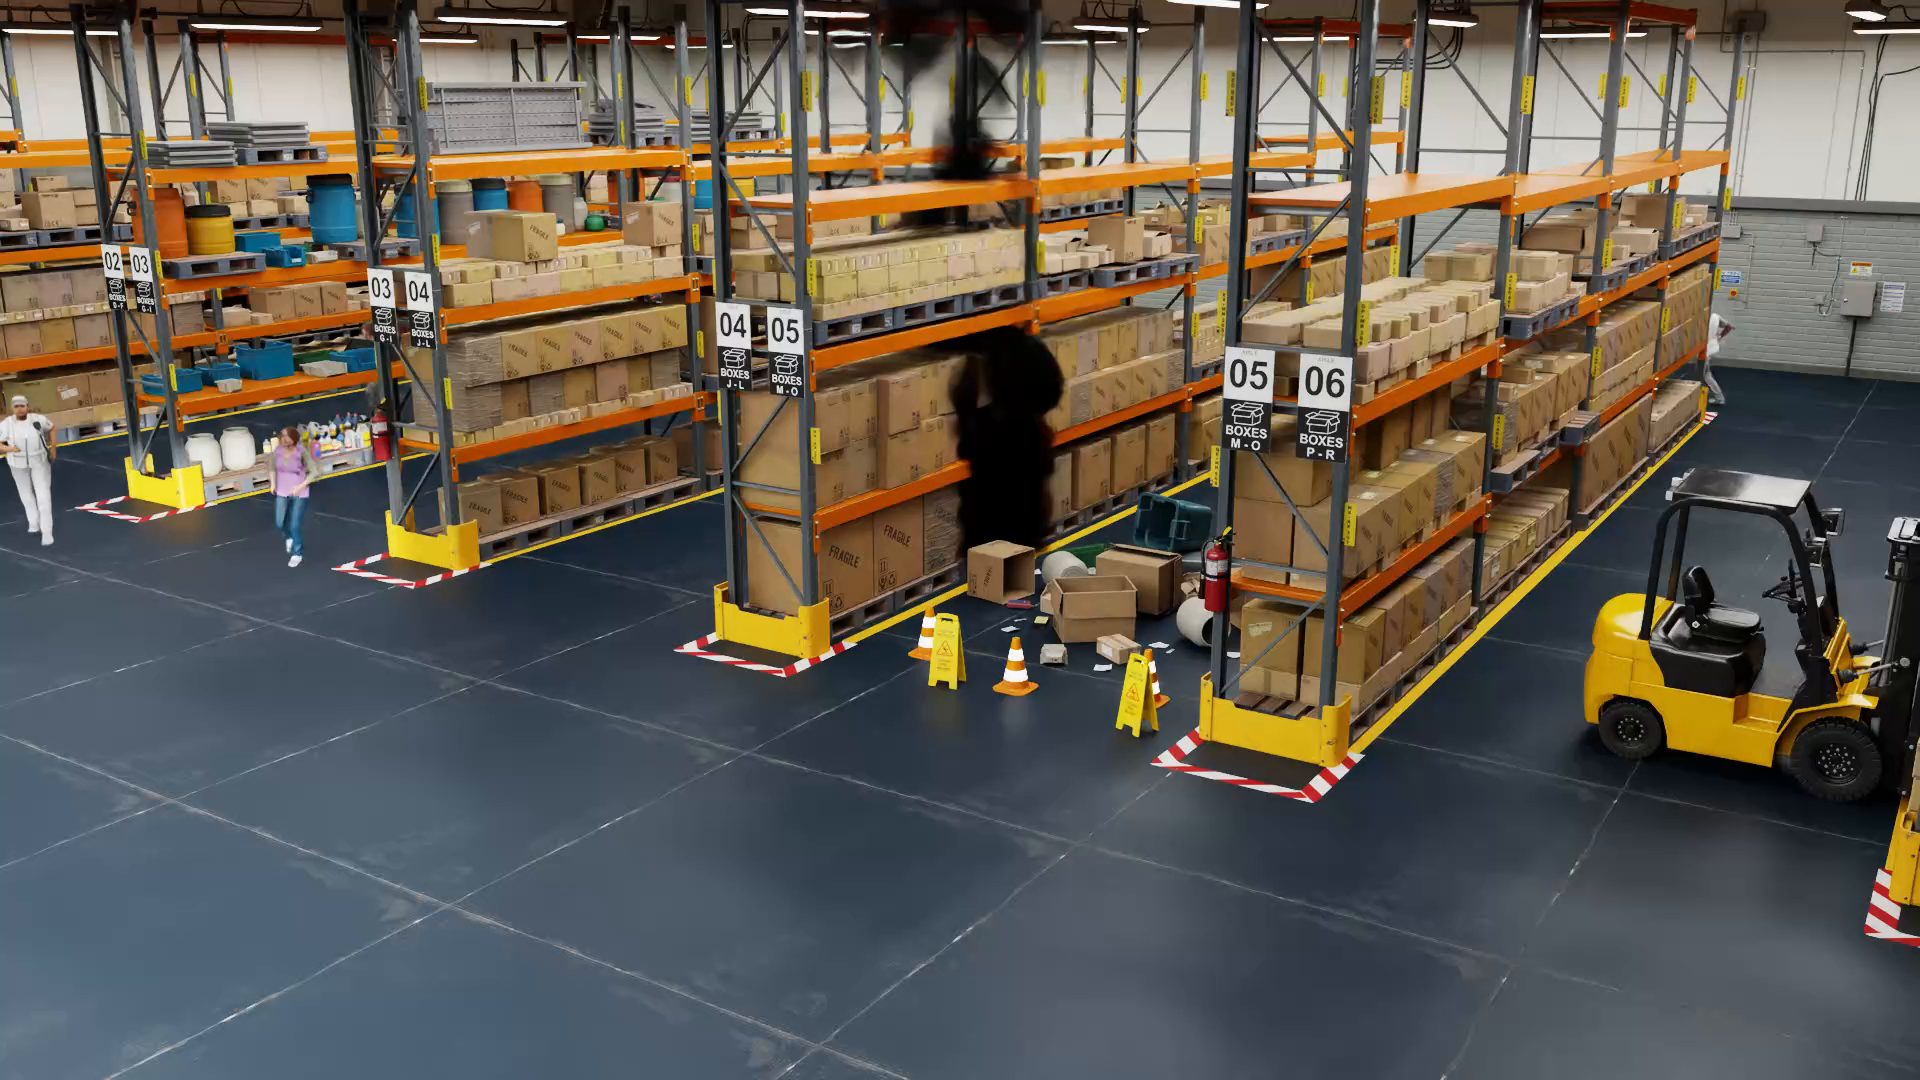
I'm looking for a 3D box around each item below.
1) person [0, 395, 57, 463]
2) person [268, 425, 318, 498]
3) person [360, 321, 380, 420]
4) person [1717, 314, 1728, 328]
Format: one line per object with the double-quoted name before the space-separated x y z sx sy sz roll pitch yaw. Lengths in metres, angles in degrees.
"person" -10.635 -1.243 18.885 0.614 0.816 0.616 -7 17 -23
"person" -7.243 -0.842 17.949 0.568 0.794 0.400 0 16 -1
"person" -8.907 -2.523 25.317 0.524 1.636 0.731 10 18 32
"person" 11.996 -3.300 26.779 0.627 0.661 0.414 -8 17 -26
